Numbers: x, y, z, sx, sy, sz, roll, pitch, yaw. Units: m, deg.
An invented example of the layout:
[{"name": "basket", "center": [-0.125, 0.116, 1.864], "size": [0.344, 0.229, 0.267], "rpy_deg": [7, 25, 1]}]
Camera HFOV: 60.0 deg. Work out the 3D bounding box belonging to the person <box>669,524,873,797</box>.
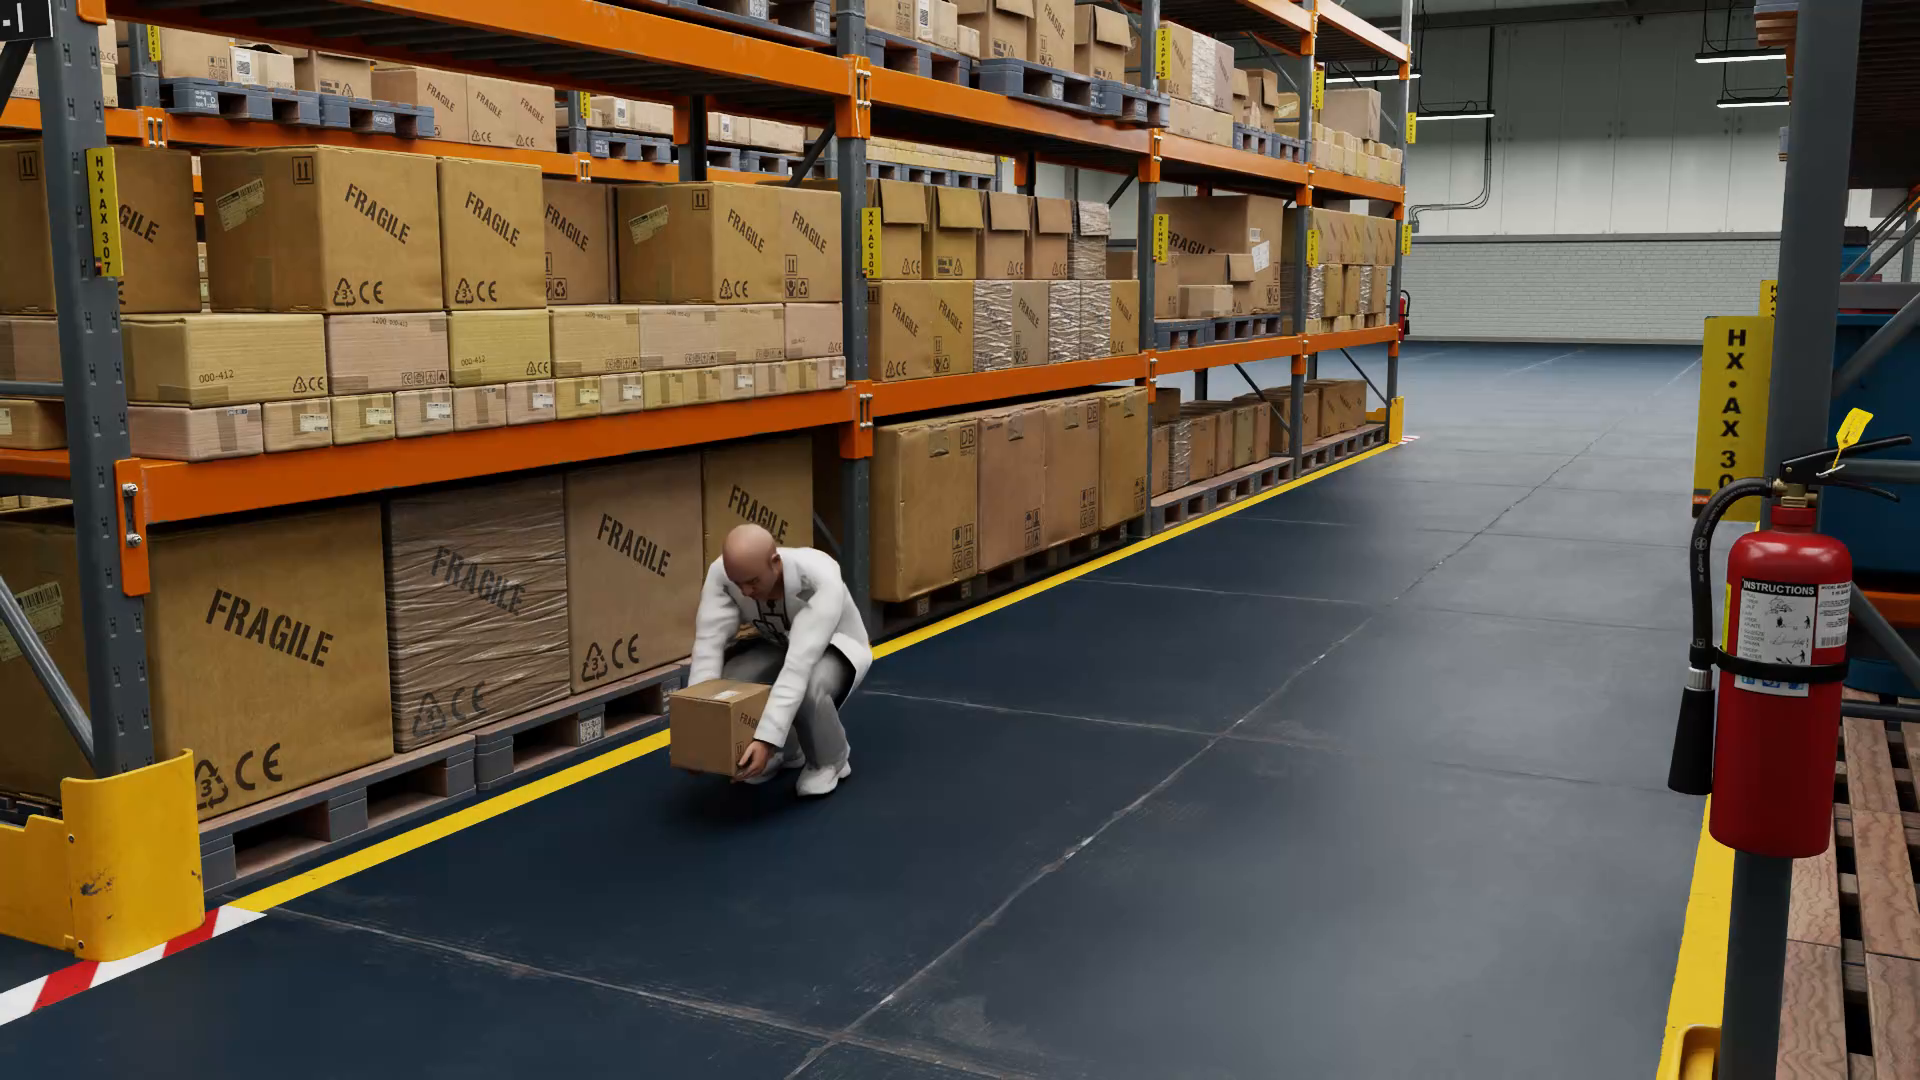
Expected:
[{"name": "person", "center": [-0.644, 0.412, 5.858], "size": [0.582, 0.986, 0.925], "rpy_deg": [4, 10, 25]}]
